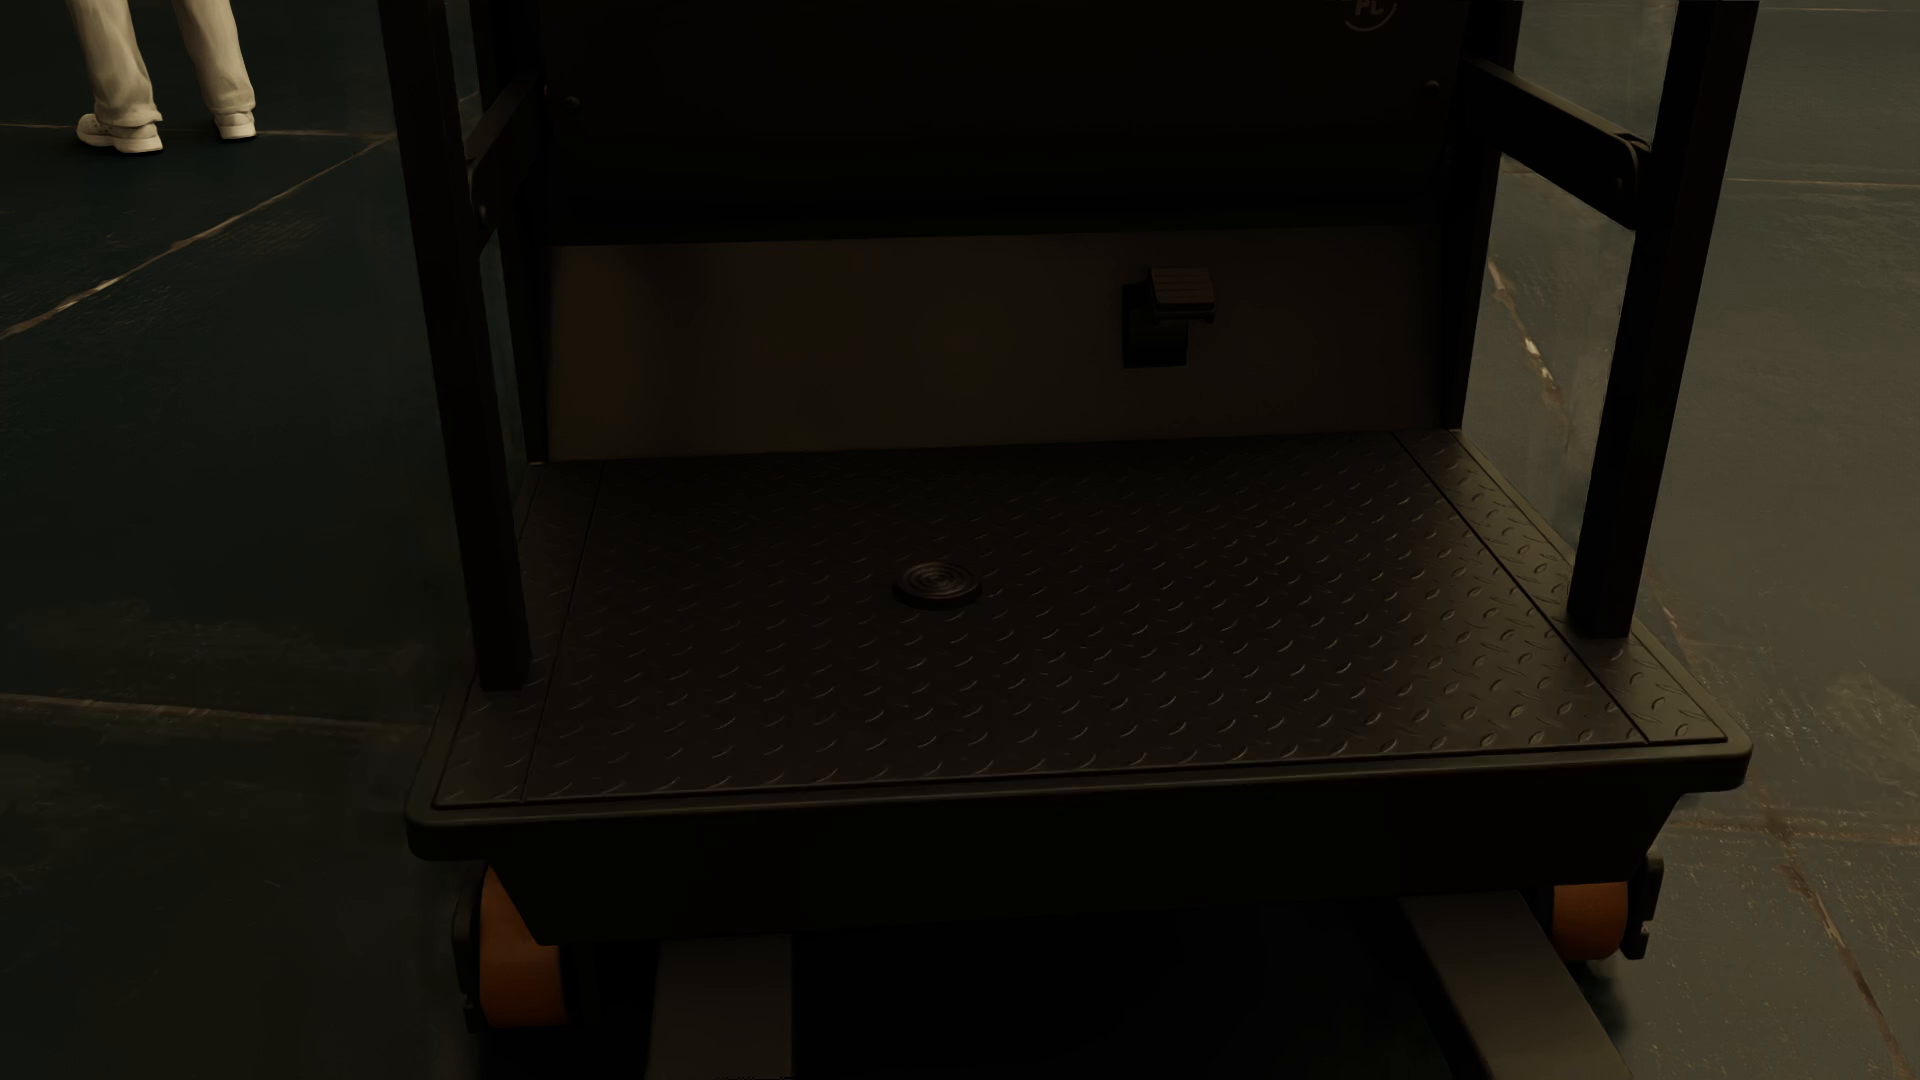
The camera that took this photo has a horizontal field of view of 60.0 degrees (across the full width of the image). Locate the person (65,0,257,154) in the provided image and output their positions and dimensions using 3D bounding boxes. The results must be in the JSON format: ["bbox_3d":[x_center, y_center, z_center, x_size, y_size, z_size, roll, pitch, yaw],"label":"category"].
[{"bbox_3d":[-2.285,-1.949,4.422,0.643,1.773,0.434,-22,34,-36],"label":"person"}]

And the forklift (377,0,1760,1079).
[{"bbox_3d":[0.070,-1.008,1.238,1.130,2.935,3.031,-2,27,-5],"label":"forklift"}]
